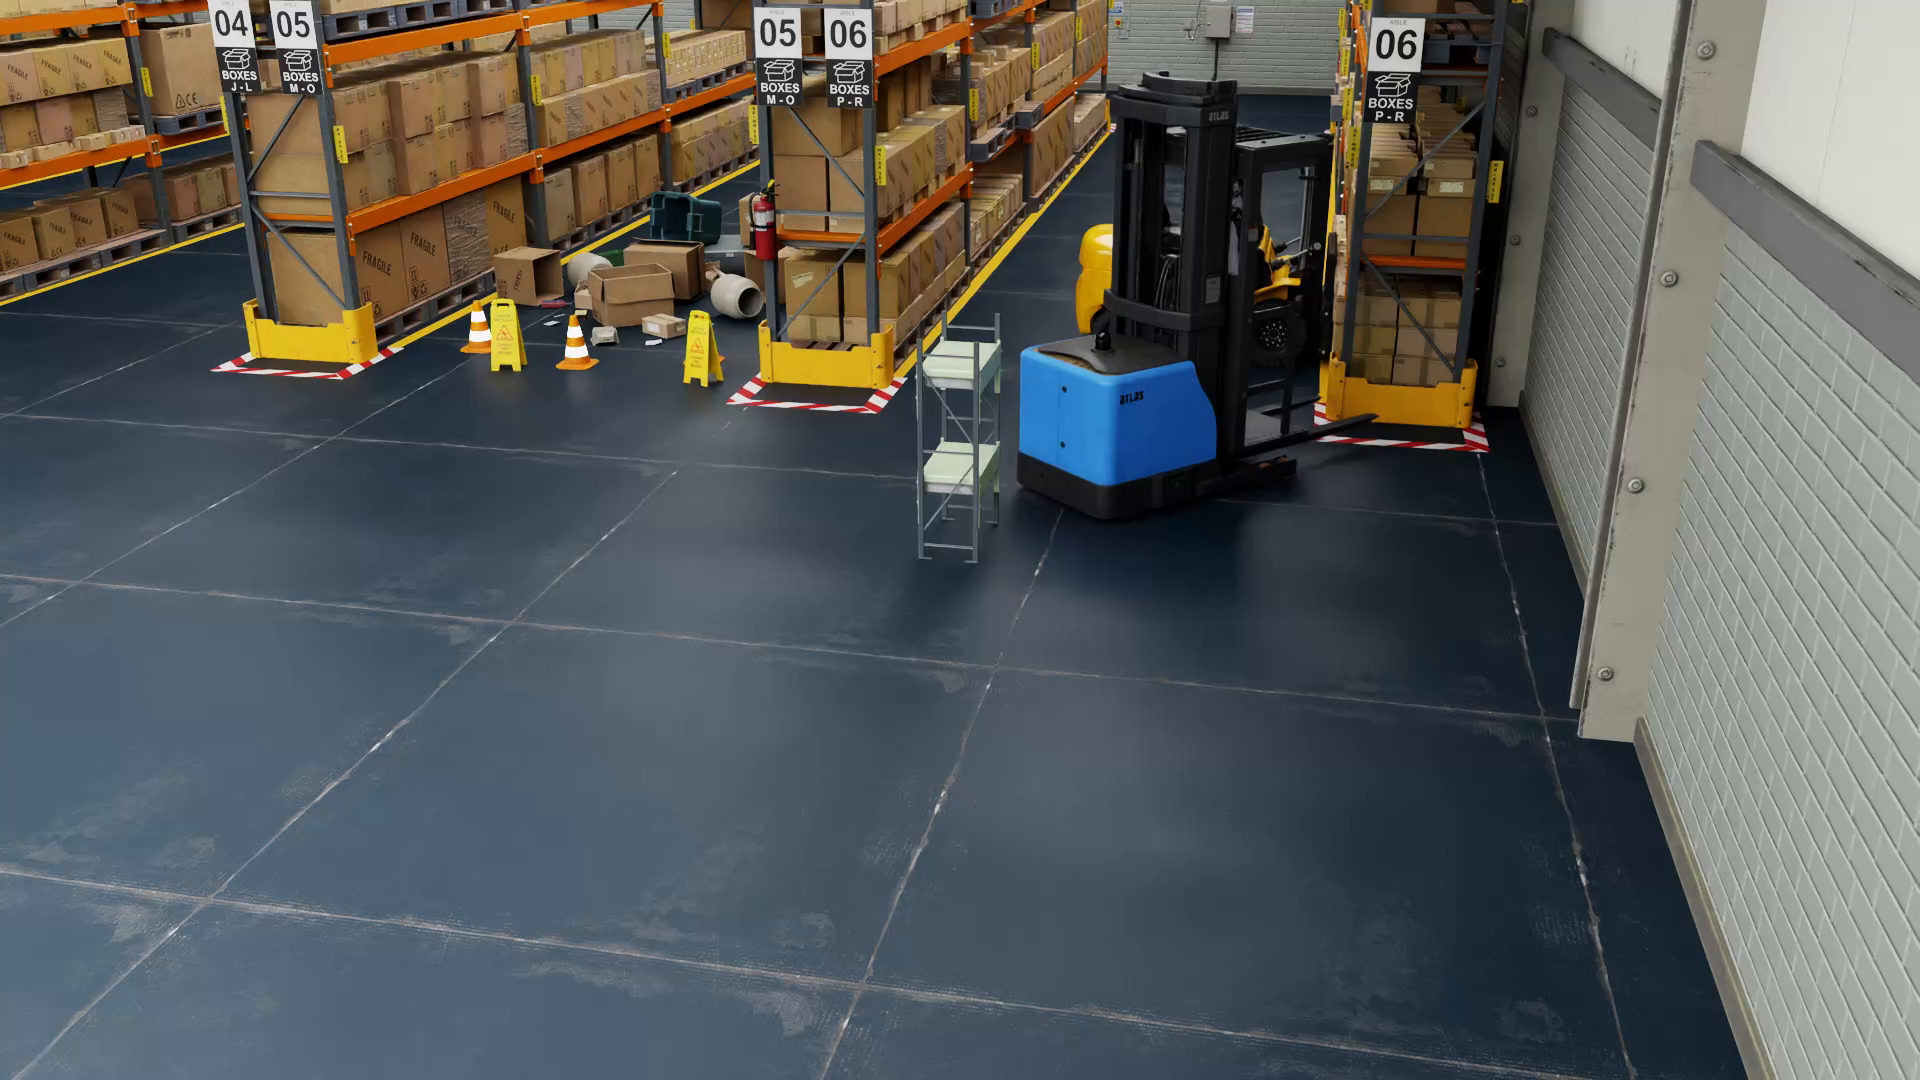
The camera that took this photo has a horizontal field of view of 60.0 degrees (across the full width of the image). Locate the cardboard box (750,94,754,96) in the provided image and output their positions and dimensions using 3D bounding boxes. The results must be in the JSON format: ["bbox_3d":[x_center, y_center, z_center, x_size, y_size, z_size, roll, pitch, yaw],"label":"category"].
[{"bbox_3d":[-3.397,-7.581,28.620,0.380,0.149,0.250,5,23,13],"label":"cardboard box"}]

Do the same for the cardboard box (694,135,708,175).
[{"bbox_3d":[-3.946,-5.522,23.832,0.500,0.500,0.500,5,22,12],"label":"cardboard box"}]

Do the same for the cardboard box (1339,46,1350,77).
[{"bbox_3d":[5.520,-6.413,22.567,0.700,0.500,0.500,4,22,11],"label":"cardboard box"}]

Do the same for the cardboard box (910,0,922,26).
[{"bbox_3d":[-0.648,-4.795,15.030,0.500,0.250,0.500,5,22,12],"label":"cardboard box"}]

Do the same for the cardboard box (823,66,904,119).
[{"bbox_3d":[-0.946,-4.397,16.385,0.700,0.500,0.500,4,22,10],"label":"cardboard box"}]

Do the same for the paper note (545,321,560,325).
[{"bbox_3d":[-4.098,-2.188,16.748,0.144,0.017,0.142,13,25,29],"label":"paper note"}]

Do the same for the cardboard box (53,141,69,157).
[{"bbox_3d":[-10.150,-4.344,18.461,0.380,0.149,0.250,4,22,11],"label":"cardboard box"}]

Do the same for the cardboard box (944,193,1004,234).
[{"bbox_3d":[-0.001,-3.945,20.090,0.950,0.372,0.625,5,23,13],"label":"cardboard box"}]

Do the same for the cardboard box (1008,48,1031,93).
[{"bbox_3d":[0.606,-5.914,20.929,0.500,0.500,0.500,4,22,9],"label":"cardboard box"}]

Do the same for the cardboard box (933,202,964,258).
[{"bbox_3d":[-0.247,-3.290,17.622,0.500,0.500,0.500,4,22,10],"label":"cardboard box"}]

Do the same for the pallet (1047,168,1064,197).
[{"bbox_3d":[0.913,-5.157,23.875,1.003,0.211,1.213,4,22,11],"label":"pallet"}]

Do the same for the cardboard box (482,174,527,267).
[{"bbox_3d":[-5.452,-3.585,18.521,0.875,0.875,0.875,5,22,12],"label":"cardboard box"}]

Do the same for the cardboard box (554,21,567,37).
[{"bbox_3d":[-7.481,-9.275,30.170,0.500,0.250,0.500,4,22,10],"label":"cardboard box"}]

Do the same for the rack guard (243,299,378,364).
[{"bbox_3d":[-6.077,-1.969,15.573,1.175,0.500,0.348,4,22,11],"label":"rack guard"}]

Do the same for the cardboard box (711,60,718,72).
[{"bbox_3d":[-3.773,-6.967,24.412,0.380,0.149,0.250,5,23,13],"label":"cardboard box"}]

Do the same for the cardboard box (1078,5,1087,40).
[{"bbox_3d":[1.687,-8.036,25.818,0.500,0.500,0.500,4,22,10],"label":"cardboard box"}]

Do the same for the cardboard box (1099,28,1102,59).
[{"bbox_3d":[2.103,-8.316,27.852,0.500,0.500,0.500,4,22,10],"label":"cardboard box"}]

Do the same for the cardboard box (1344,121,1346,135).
[{"bbox_3d":[4.850,-4.949,19.827,0.500,0.250,0.500,4,22,10],"label":"cardboard box"}]

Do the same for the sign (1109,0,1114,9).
[{"bbox_3d":[2.588,-9.249,28.436,0.100,0.325,0.005,4,22,11],"label":"sign"}]

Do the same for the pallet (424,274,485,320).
[{"bbox_3d":[-5.734,-2.587,17.494,1.003,0.211,1.213,4,22,11],"label":"pallet"}]

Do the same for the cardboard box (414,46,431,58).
[{"bbox_3d":[-8.494,-7.423,25.637,0.500,0.500,0.500,4,22,10],"label":"cardboard box"}]

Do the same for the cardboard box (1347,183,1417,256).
[{"bbox_3d":[3.498,-2.666,13.825,0.500,0.500,0.500,4,22,10],"label":"cardboard box"}]

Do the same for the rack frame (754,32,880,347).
[{"bbox_3d":[-1.205,-2.797,14.283,1.000,3.000,0.127,4,22,11],"label":"rack frame"}]

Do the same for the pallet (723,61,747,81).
[{"bbox_3d":[-3.922,-7.168,25.394,1.003,0.211,1.213,4,22,11],"label":"pallet"}]

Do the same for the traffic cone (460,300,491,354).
[{"bbox_3d":[-4.573,-2.046,15.815,0.336,0.463,0.334,4,22,11],"label":"traffic cone"}]

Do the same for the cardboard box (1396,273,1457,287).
[{"bbox_3d":[4.036,-2.147,14.450,0.500,0.250,0.500,4,22,11],"label":"cardboard box"}]

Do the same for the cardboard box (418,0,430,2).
[{"bbox_3d":[-5.379,-5.309,16.145,0.380,0.149,0.250,5,22,11],"label":"cardboard box"}]

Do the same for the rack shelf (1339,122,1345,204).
[{"bbox_3d":[4.879,-4.280,18.930,1.077,0.370,4.000,4,22,11],"label":"rack shelf"}]

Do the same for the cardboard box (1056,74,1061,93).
[{"bbox_3d":[1.172,-6.563,23.836,0.500,0.250,0.500,4,22,9],"label":"cardboard box"}]

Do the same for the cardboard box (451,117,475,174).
[{"bbox_3d":[-5.635,-4.142,17.423,0.875,0.550,0.550,4,22,11],"label":"cardboard box"}]

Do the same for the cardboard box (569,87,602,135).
[{"bbox_3d":[-4.678,-5.186,20.080,0.500,0.500,0.500,4,22,11],"label":"cardboard box"}]

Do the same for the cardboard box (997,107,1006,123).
[{"bbox_3d":[0.326,-4.991,19.504,0.380,0.149,0.250,5,23,13],"label":"cardboard box"}]

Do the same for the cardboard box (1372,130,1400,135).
[{"bbox_3d":[3.684,-3.526,14.694,0.380,0.149,0.250,5,22,12],"label":"cardboard box"}]

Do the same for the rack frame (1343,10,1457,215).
[{"bbox_3d":[4.471,-3.883,16.979,1.000,3.000,0.127,4,22,11],"label":"rack frame"}]

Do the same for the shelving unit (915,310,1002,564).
[{"bbox_3d":[-0.001,-0.693,11.067,0.431,1.500,0.755,4,22,11],"label":"shelving unit"}]

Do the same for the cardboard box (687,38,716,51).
[{"bbox_3d":[-3.781,-7.242,24.297,0.380,0.149,0.250,3,22,9],"label":"cardboard box"}]

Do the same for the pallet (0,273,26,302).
[{"bbox_3d":[-10.691,-2.581,17.479,1.003,0.211,1.213,4,22,11],"label":"pallet"}]

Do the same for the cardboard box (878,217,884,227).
[{"bbox_3d":[-0.896,-2.882,14.831,0.380,0.149,0.250,5,22,12],"label":"cardboard box"}]

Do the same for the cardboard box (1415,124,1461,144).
[{"bbox_3d":[4.326,-3.672,15.056,0.380,0.149,0.250,5,22,12],"label":"cardboard box"}]

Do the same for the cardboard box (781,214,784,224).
[{"bbox_3d":[-1.395,-2.934,14.961,0.380,0.149,0.250,4,22,10],"label":"cardboard box"}]

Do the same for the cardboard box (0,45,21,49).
[{"bbox_3d":[-10.634,-5.152,18.261,0.500,0.500,0.500,4,22,11],"label":"cardboard box"}]

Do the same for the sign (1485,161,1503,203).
[{"bbox_3d":[4.197,-2.814,13.060,0.100,0.325,0.005,4,22,11],"label":"sign"}]

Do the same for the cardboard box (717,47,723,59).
[{"bbox_3d":[-3.723,-7.199,24.590,0.380,0.149,0.250,3,22,8],"label":"cardboard box"}]

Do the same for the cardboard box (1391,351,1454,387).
[{"bbox_3d":[3.946,-1.504,14.191,0.500,0.250,0.500,5,22,11],"label":"cardboard box"}]

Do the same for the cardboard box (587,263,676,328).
[{"bbox_3d":[-3.325,-2.474,16.823,0.797,0.503,0.637,-11,25,-26],"label":"cardboard box"}]

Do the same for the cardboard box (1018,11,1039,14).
[{"bbox_3d":[0.872,-7.557,24.629,0.500,0.500,0.500,5,22,12],"label":"cardboard box"}]

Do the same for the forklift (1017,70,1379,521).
[{"bbox_3d":[1.910,-1.911,12.175,3.031,2.935,1.130,-15,26,-33],"label":"forklift"}]

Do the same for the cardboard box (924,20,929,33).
[{"bbox_3d":[-0.515,-4.932,15.906,0.380,0.149,0.250,5,22,12],"label":"cardboard box"}]

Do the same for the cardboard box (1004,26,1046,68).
[{"bbox_3d":[0.859,-6.577,22.196,0.500,0.500,0.500,5,22,11],"label":"cardboard box"}]

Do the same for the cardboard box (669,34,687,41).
[{"bbox_3d":[-4.313,-7.484,24.899,0.380,0.149,0.250,4,22,10],"label":"cardboard box"}]

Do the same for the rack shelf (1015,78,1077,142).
[{"bbox_3d":[0.835,-6.120,23.498,1.077,0.370,4.000,4,22,11],"label":"rack shelf"}]

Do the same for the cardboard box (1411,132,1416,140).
[{"bbox_3d":[4.420,-3.721,15.575,0.380,0.149,0.250,5,23,13],"label":"cardboard box"}]

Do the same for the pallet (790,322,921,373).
[{"bbox_3d":[-0.989,-1.826,15.604,1.003,0.211,1.213,4,22,11],"label":"pallet"}]

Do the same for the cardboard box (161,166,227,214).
[{"bbox_3d":[-9.828,-4.456,21.159,0.700,0.500,0.500,4,22,11],"label":"cardboard box"}]
